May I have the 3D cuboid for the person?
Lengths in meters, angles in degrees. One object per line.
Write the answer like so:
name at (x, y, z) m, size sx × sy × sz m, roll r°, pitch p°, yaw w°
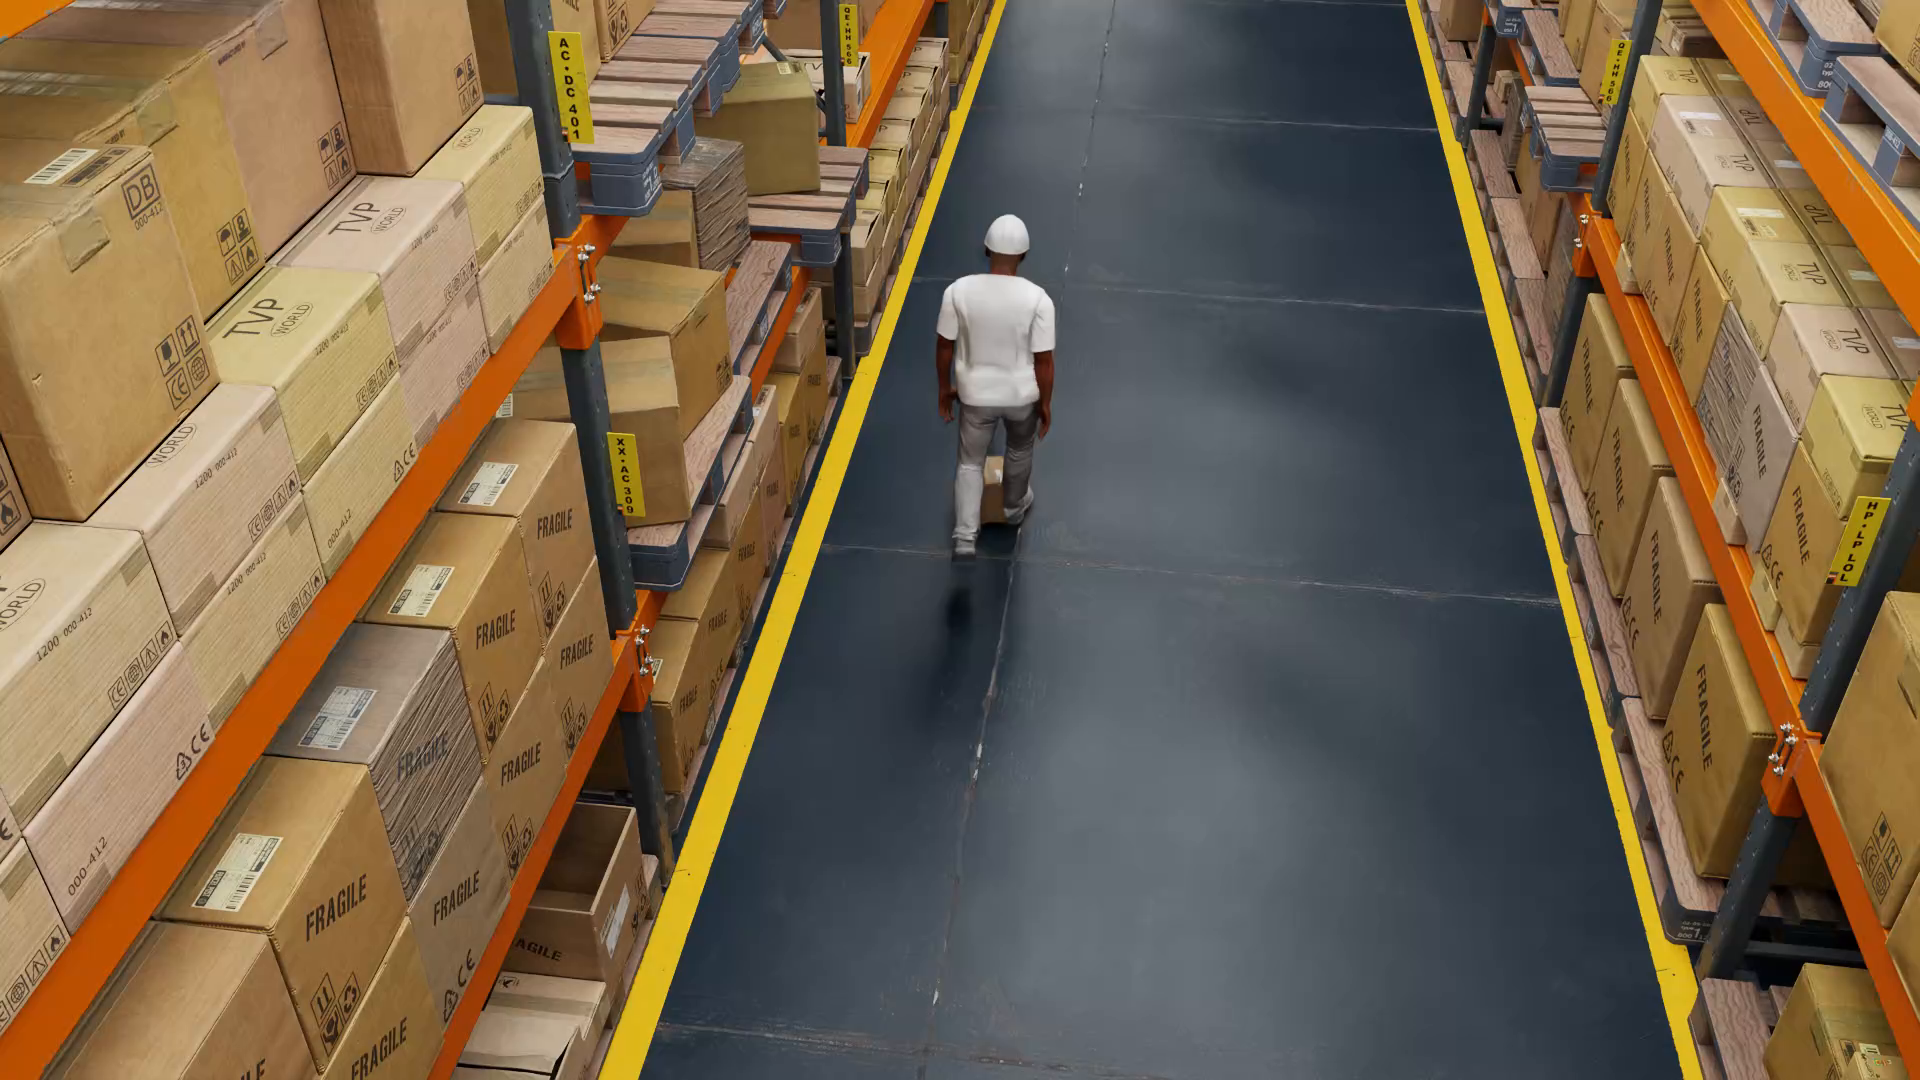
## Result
person at (0.157, -0.678, 7.971) m, size 0.574 × 1.734 × 0.948 m, roll 5°, pitch 36°, yaw 7°
